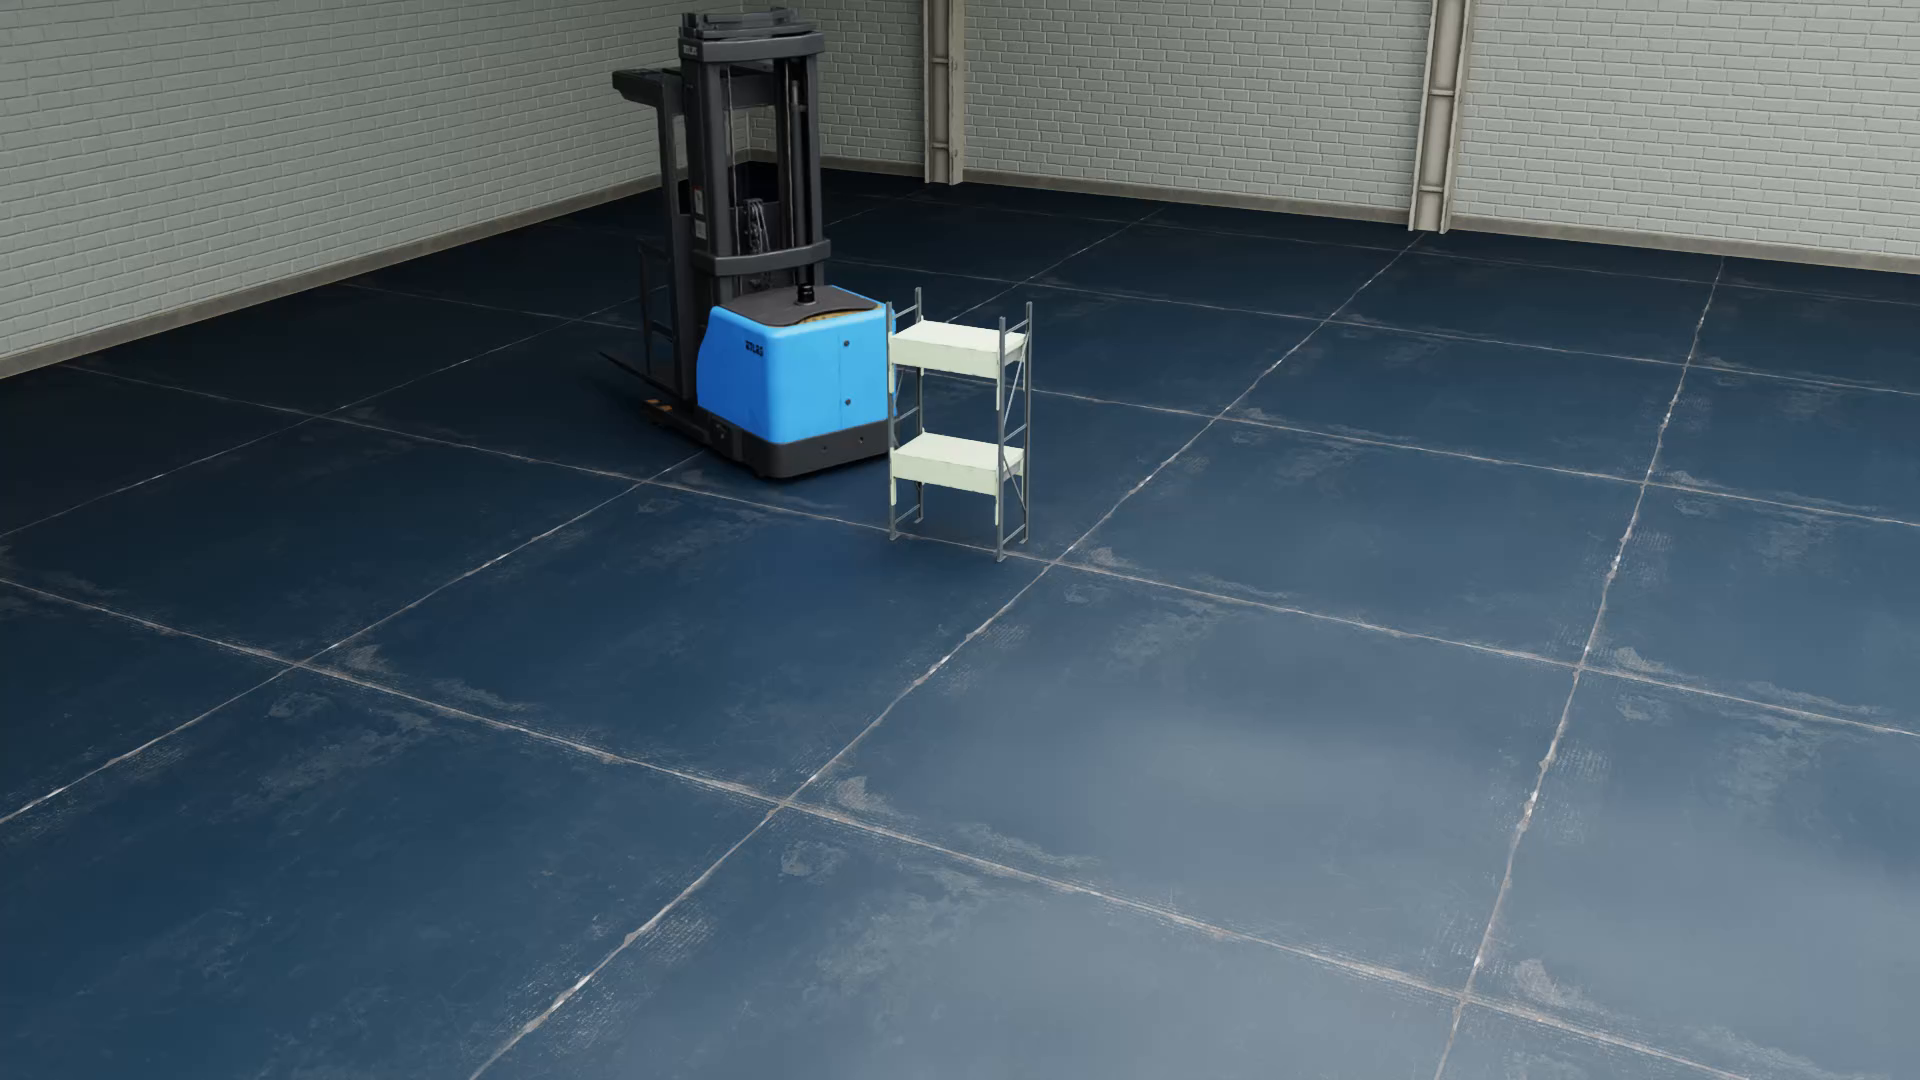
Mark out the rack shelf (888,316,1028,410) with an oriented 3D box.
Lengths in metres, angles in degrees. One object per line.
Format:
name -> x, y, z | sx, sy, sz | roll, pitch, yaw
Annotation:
rack shelf -> -0.006, -1.050, 9.807 | 0.720, 0.370, 0.431 | 11, 25, 25

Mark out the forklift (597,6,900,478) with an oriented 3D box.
forklift -> -1.711, -2.272, 11.847 | 1.130, 2.935, 3.031 | -17, 28, -34

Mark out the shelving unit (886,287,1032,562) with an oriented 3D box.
shelving unit -> -0.006, -0.691, 9.959 | 0.755, 1.500, 0.431 | 11, 25, 25

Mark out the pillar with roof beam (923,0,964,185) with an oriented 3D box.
pillar with roof beam -> -2.141, -7.116, 15.485 | 0.400, 9.000, 9.100 | 11, 25, 25

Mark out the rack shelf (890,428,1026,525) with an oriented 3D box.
rack shelf -> -0.006, -0.391, 10.087 | 0.720, 0.370, 0.431 | 11, 25, 25

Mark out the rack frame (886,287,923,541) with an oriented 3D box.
rack frame -> -0.333, -0.756, 10.111 | 0.023, 1.500, 0.400 | 11, 25, 25

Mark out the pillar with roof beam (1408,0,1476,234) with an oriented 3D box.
pillar with roof beam -> 3.214, -6.057, 12.993 | 0.400, 9.000, 9.100 | 11, 25, 25

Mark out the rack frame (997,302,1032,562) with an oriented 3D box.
rack frame -> 0.321, -0.627, 9.807 | 0.023, 1.500, 0.400 | 11, 25, 25
